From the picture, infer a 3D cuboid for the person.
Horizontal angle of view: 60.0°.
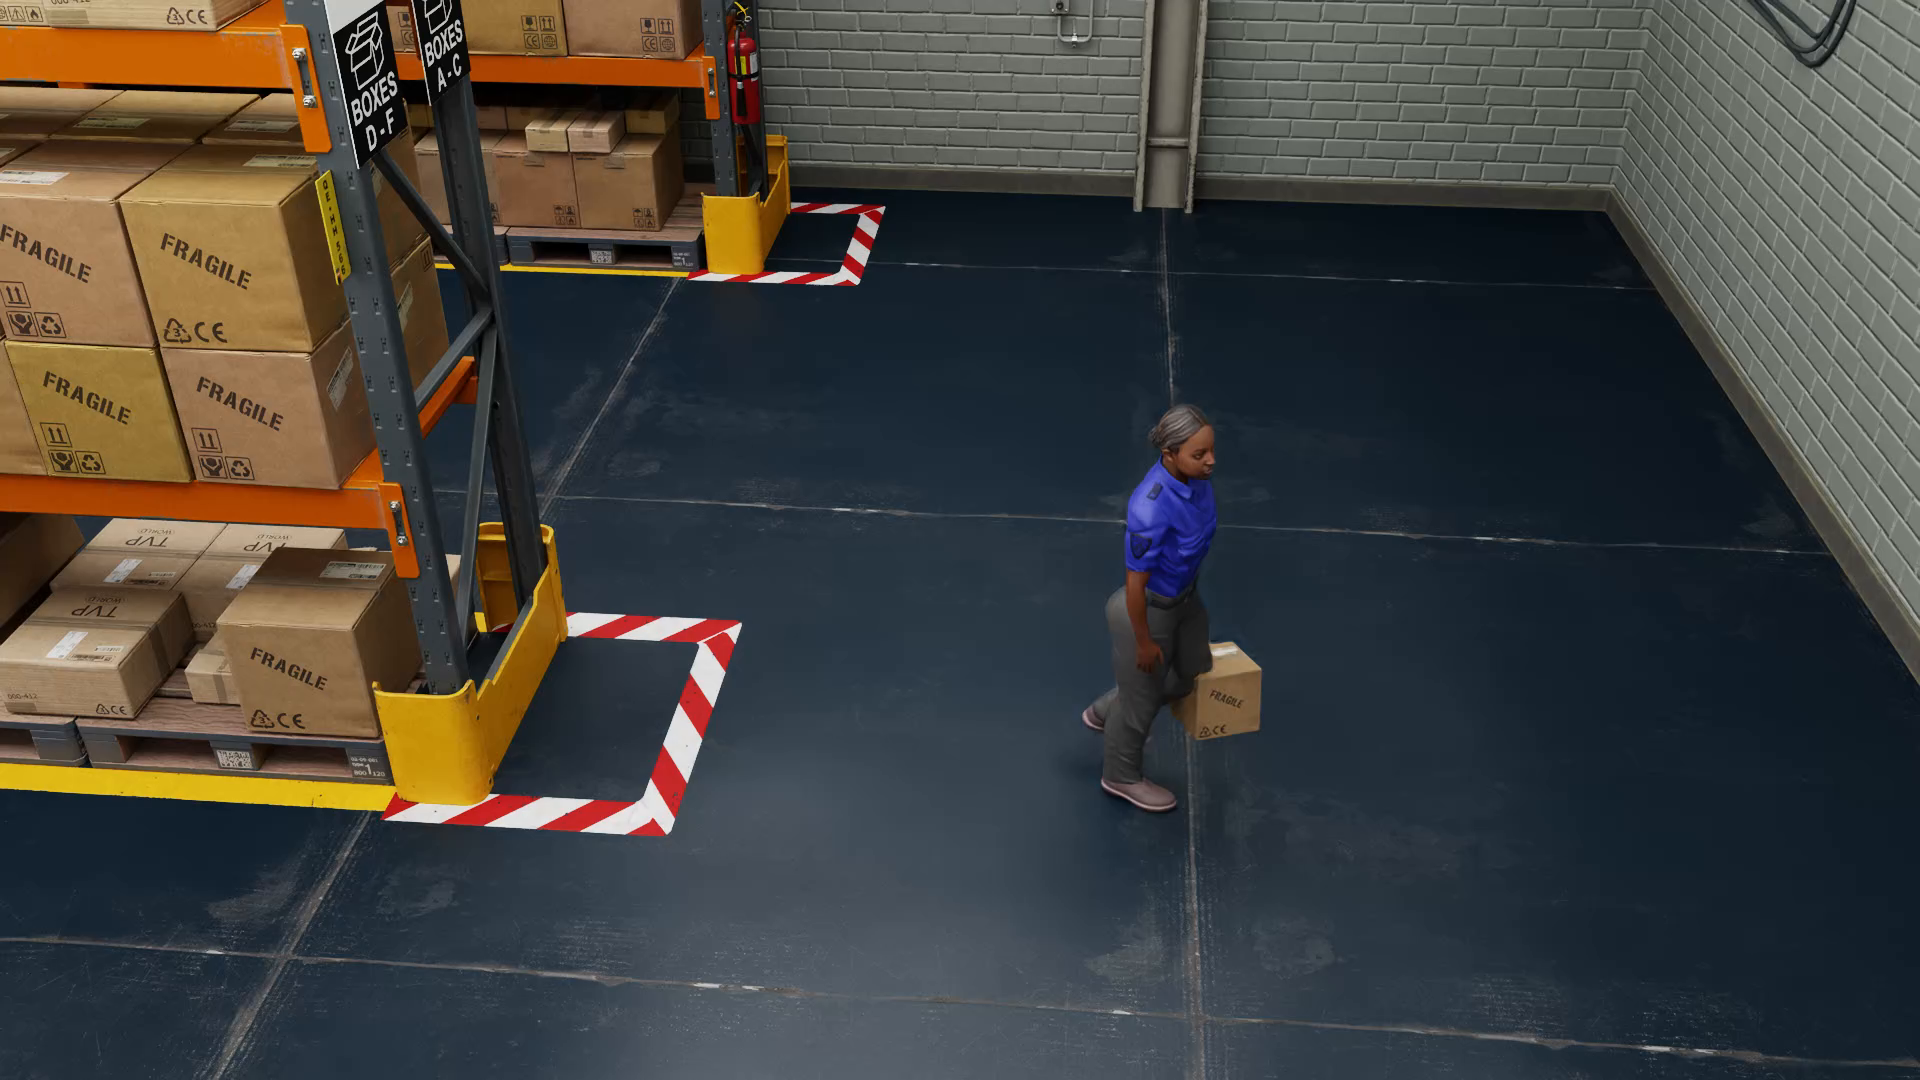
[{"bbox_3d":[0.630,0.227,5.777,0.490,1.658,0.511,17,36,25],"label":"person"}]
